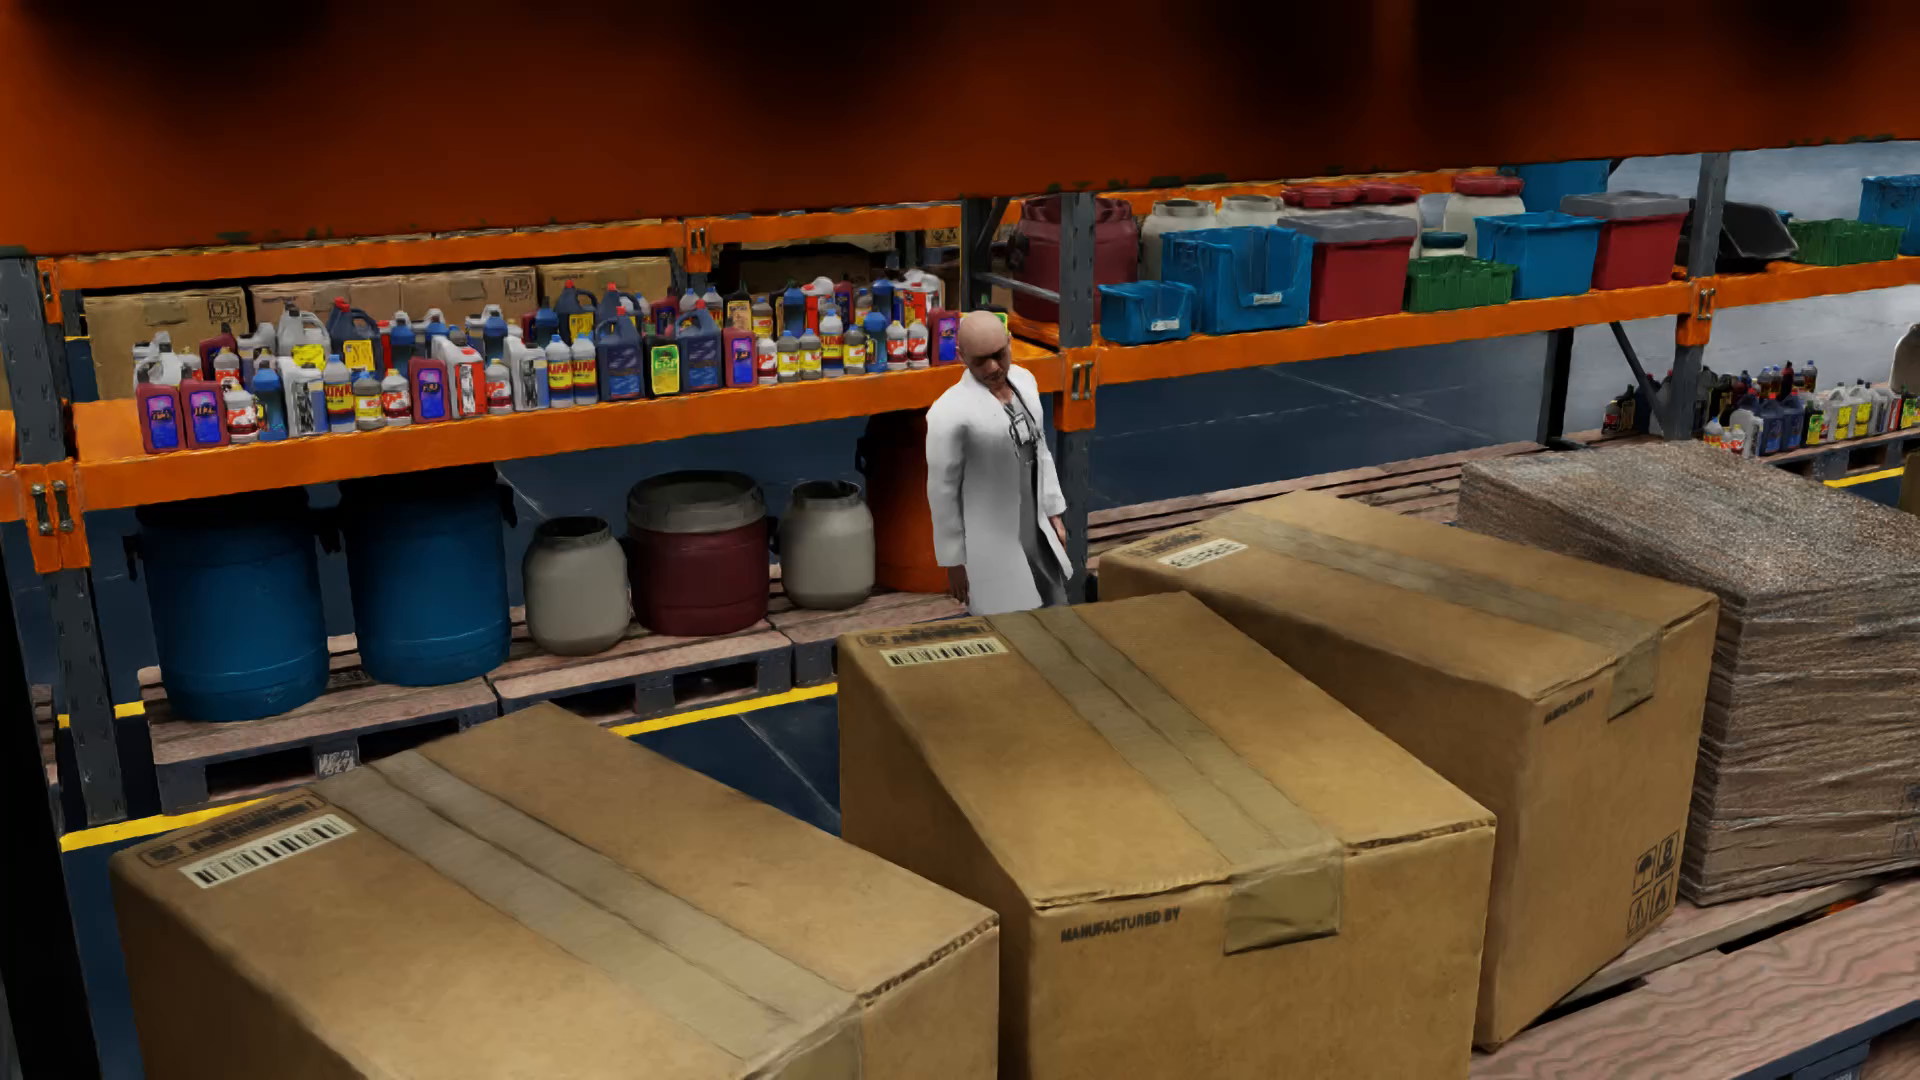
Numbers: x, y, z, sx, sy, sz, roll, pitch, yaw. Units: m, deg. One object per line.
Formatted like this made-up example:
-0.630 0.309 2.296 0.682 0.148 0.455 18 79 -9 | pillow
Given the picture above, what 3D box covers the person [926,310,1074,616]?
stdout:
0.105 0.001 6.116 0.733 1.751 0.623 12 22 33 | person
